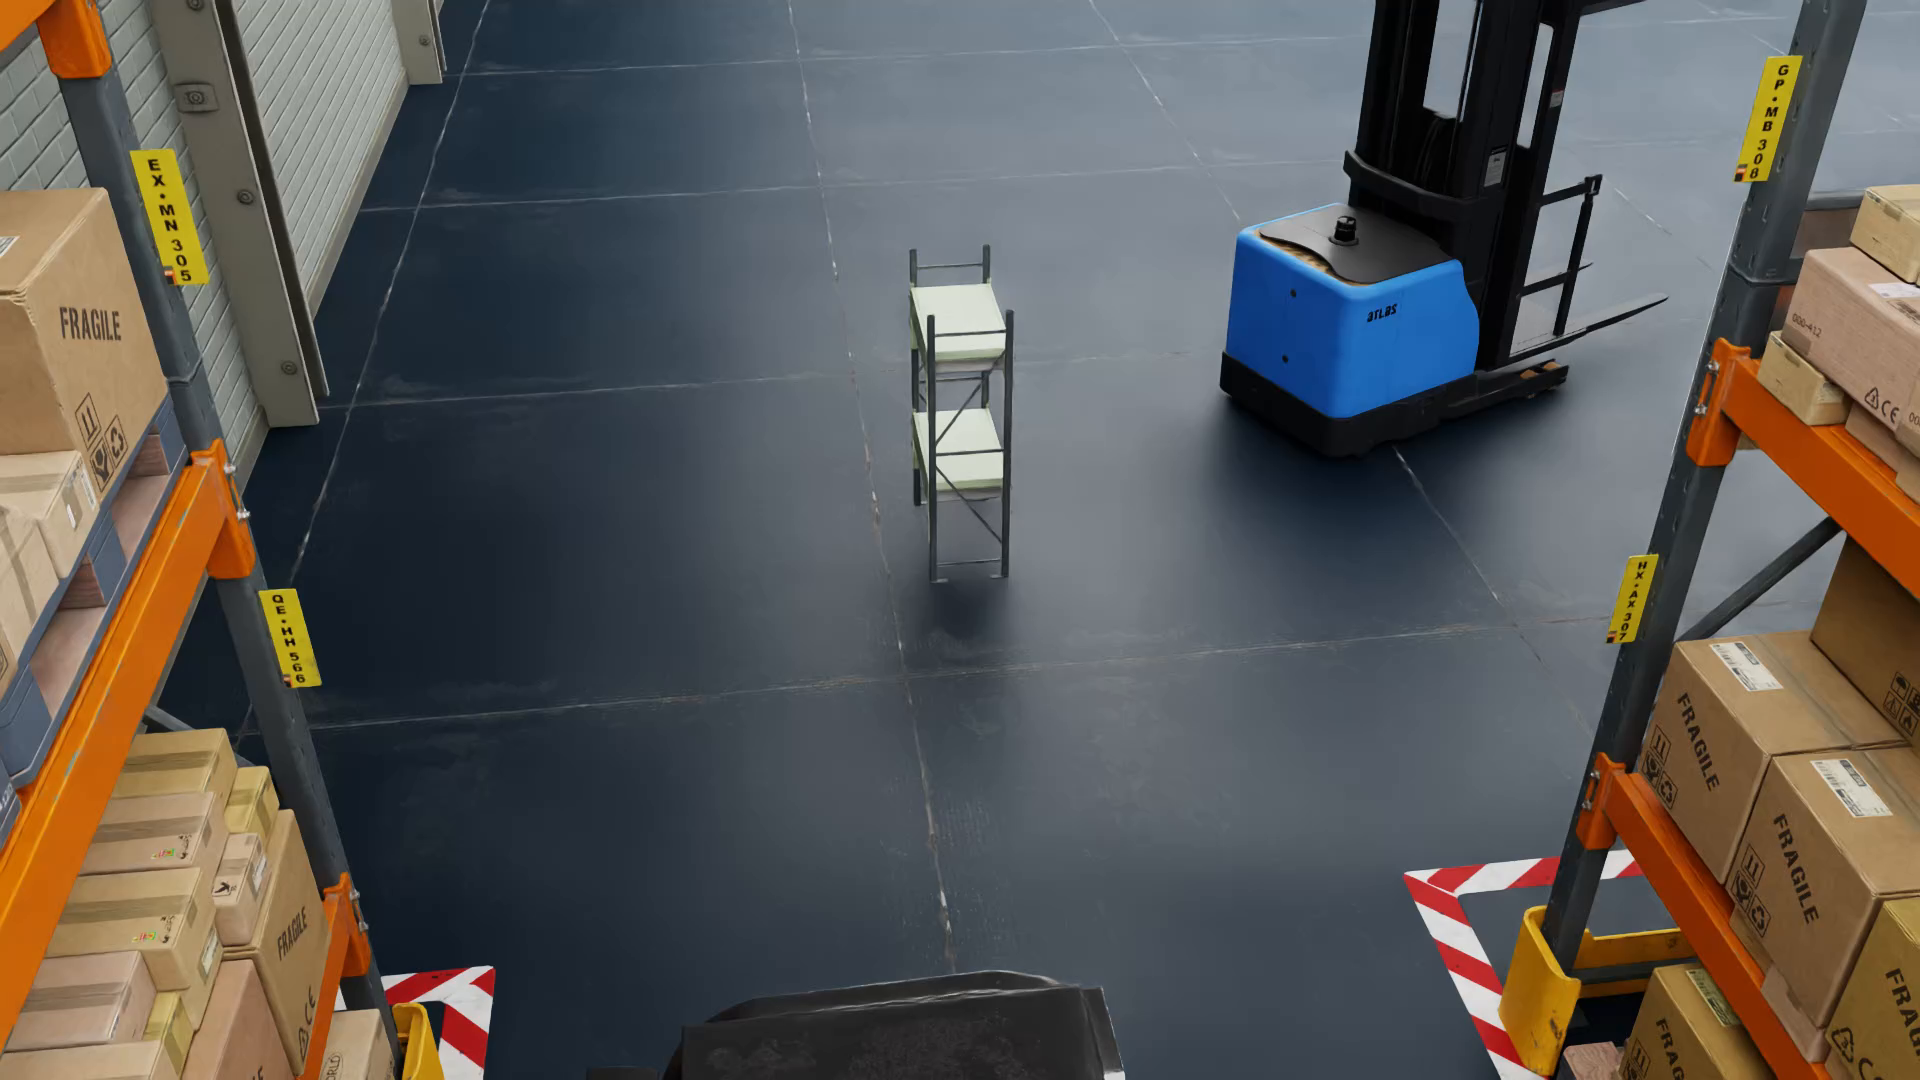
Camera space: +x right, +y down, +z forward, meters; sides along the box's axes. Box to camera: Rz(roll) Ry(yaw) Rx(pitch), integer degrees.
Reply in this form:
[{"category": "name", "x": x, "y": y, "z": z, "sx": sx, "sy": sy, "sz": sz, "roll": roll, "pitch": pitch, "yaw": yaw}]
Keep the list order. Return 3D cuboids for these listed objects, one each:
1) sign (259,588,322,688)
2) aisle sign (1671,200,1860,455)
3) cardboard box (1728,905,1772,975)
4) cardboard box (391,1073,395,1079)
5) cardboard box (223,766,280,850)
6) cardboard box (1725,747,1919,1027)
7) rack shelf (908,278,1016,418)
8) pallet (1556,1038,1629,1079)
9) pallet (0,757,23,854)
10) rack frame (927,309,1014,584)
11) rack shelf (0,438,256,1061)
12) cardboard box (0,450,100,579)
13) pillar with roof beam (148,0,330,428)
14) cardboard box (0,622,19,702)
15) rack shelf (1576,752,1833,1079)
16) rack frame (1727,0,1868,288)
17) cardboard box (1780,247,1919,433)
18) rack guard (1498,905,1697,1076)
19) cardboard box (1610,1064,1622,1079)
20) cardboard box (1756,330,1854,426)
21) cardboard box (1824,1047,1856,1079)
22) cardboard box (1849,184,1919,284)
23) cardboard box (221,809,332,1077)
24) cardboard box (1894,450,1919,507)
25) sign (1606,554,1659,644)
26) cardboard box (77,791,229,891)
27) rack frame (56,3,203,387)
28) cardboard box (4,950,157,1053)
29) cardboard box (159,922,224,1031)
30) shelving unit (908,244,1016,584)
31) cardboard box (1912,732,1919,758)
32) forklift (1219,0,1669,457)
[{"category": "sign", "x": -1.797, "y": 0.266, "z": 4.457, "sx": 0.100, "sy": 0.325, "sz": 0.005, "roll": -4, "pitch": 35, "yaw": -6}, {"category": "aisle sign", "x": 2.266, "y": -0.588, "z": 4.640, "sx": 0.394, "sy": 0.787, "sz": 0.004, "roll": -4, "pitch": 35, "yaw": -6}, {"category": "cardboard box", "x": 2.426, "y": 1.101, "z": 4.694, "sx": 0.380, "sy": 0.149, "sz": 0.250, "roll": -5, "pitch": 35, "yaw": -8}, {"category": "cardboard box", "x": -1.961, "y": 1.880, "z": 4.953, "sx": 0.500, "sy": 0.250, "sz": 0.500, "roll": -5, "pitch": 35, "yaw": -7}, {"category": "cardboard box", "x": -2.012, "y": 0.739, "z": 4.338, "sx": 0.380, "sy": 0.149, "sz": 0.250, "roll": -4, "pitch": 34, "yaw": -6}, {"category": "cardboard box", "x": 2.444, "y": 0.908, "z": 4.402, "sx": 0.500, "sy": 0.500, "sz": 0.500, "roll": -3, "pitch": 34, "yaw": -5}, {"category": "rack shelf", "x": -0.001, "y": -0.946, "z": 8.113, "sx": 0.431, "sy": 0.370, "sz": 0.720, "roll": -4, "pitch": 35, "yaw": -6}, {"category": "pallet", "x": 2.666, "y": 2.148, "z": 5.410, "sx": 1.003, "sy": 0.211, "sz": 1.213, "roll": -4, "pitch": 35, "yaw": -6}, {"category": "pallet", "x": -2.099, "y": 0.752, "z": 2.398, "sx": 1.003, "sy": 0.211, "sz": 1.213, "roll": -4, "pitch": 35, "yaw": -6}, {"category": "rack frame", "x": 0.048, "y": -0.419, "z": 8.033, "sx": 0.400, "sy": 1.500, "sz": 0.023, "roll": -4, "pitch": 35, "yaw": -6}, {"category": "rack shelf", "x": -2.067, "y": 1.050, "z": 2.521, "sx": 1.077, "sy": 0.370, "sz": 4.000, "roll": -4, "pitch": 35, "yaw": -6}, {"category": "cardboard box", "x": -1.924, "y": -0.035, "z": 3.236, "sx": 0.380, "sy": 0.149, "sz": 0.250, "roll": -5, "pitch": 35, "yaw": -8}, {"category": "pillar with roof beam", "x": 0.323, "y": -4.821, "z": 7.833, "sx": 9.100, "sy": 9.000, "sz": 0.400, "roll": -4, "pitch": 35, "yaw": -6}, {"category": "cardboard box", "x": -1.997, "y": 0.188, "z": 2.597, "sx": 0.700, "sy": 0.500, "sz": 0.500, "roll": -4, "pitch": 34, "yaw": -6}, {"category": "rack shelf", "x": 2.851, "y": 1.911, "z": 3.921, "sx": 1.077, "sy": 0.370, "sz": 4.000, "roll": -4, "pitch": 35, "yaw": -6}, {"category": "rack frame", "x": 2.582, "y": -1.981, "z": 3.667, "sx": 1.000, "sy": 3.000, "sz": 0.127, "roll": -4, "pitch": 35, "yaw": -6}, {"category": "cardboard box", "x": 2.386, "y": -0.502, "z": 4.028, "sx": 0.500, "sy": 0.250, "sz": 0.500, "roll": -5, "pitch": 35, "yaw": -7}, {"category": "rack guard", "x": 2.592, "y": 1.573, "z": 5.998, "sx": 1.175, "sy": 0.500, "sz": 0.348, "roll": -4, "pitch": 35, "yaw": -6}, {"category": "cardboard box", "x": 2.416, "y": 1.932, "z": 5.321, "sx": 0.500, "sy": 0.250, "sz": 0.500, "roll": -5, "pitch": 35, "yaw": -7}, {"category": "cardboard box", "x": 2.305, "y": -0.428, "z": 4.274, "sx": 0.380, "sy": 0.149, "sz": 0.250, "roll": -4, "pitch": 35, "yaw": -6}, {"category": "cardboard box", "x": 2.482, "y": 1.388, "z": 4.273, "sx": 0.380, "sy": 0.149, "sz": 0.250, "roll": -3, "pitch": 34, "yaw": -5}, {"category": "cardboard box", "x": 2.428, "y": -0.754, "z": 4.044, "sx": 0.380, "sy": 0.149, "sz": 0.250, "roll": -5, "pitch": 35, "yaw": -7}, {"category": "cardboard box", "x": -2.010, "y": 1.089, "z": 4.399, "sx": 0.500, "sy": 0.500, "sz": 0.500, "roll": -5, "pitch": 35, "yaw": -7}, {"category": "cardboard box", "x": 2.430, "y": -0.138, "z": 3.849, "sx": 0.380, "sy": 0.149, "sz": 0.250, "roll": -3, "pitch": 34, "yaw": -5}, {"category": "sign", "x": 2.044, "y": 0.181, "z": 5.052, "sx": 0.100, "sy": 0.325, "sz": 0.005, "roll": -4, "pitch": 35, "yaw": -6}, {"category": "cardboard box", "x": -2.015, "y": 0.763, "z": 4.038, "sx": 0.380, "sy": 0.149, "sz": 0.250, "roll": -4, "pitch": 35, "yaw": -6}, {"category": "rack frame", "x": -2.336, "y": -1.603, "z": 3.112, "sx": 1.000, "sy": 3.000, "sz": 0.127, "roll": -4, "pitch": 35, "yaw": -6}, {"category": "cardboard box", "x": -1.993, "y": 1.051, "z": 3.615, "sx": 0.380, "sy": 0.149, "sz": 0.250, "roll": -4, "pitch": 34, "yaw": -6}, {"category": "cardboard box", "x": -1.974, "y": 1.028, "z": 3.912, "sx": 0.380, "sy": 0.149, "sz": 0.250, "roll": -4, "pitch": 34, "yaw": -5}, {"category": "shelving unit", "x": -0.001, "y": -0.623, "z": 8.333, "sx": 0.431, "sy": 1.500, "sz": 0.755, "roll": -4, "pitch": 35, "yaw": -6}, {"category": "cardboard box", "x": 2.928, "y": 0.472, "z": 4.153, "sx": 0.700, "sy": 0.500, "sz": 0.500, "roll": -4, "pitch": 34, "yaw": -6}, {"category": "forklift", "x": 3.078, "y": -2.295, "z": 9.515, "sx": 3.031, "sy": 2.935, "sz": 1.130, "roll": -19, "pitch": 39, "yaw": -26}]
